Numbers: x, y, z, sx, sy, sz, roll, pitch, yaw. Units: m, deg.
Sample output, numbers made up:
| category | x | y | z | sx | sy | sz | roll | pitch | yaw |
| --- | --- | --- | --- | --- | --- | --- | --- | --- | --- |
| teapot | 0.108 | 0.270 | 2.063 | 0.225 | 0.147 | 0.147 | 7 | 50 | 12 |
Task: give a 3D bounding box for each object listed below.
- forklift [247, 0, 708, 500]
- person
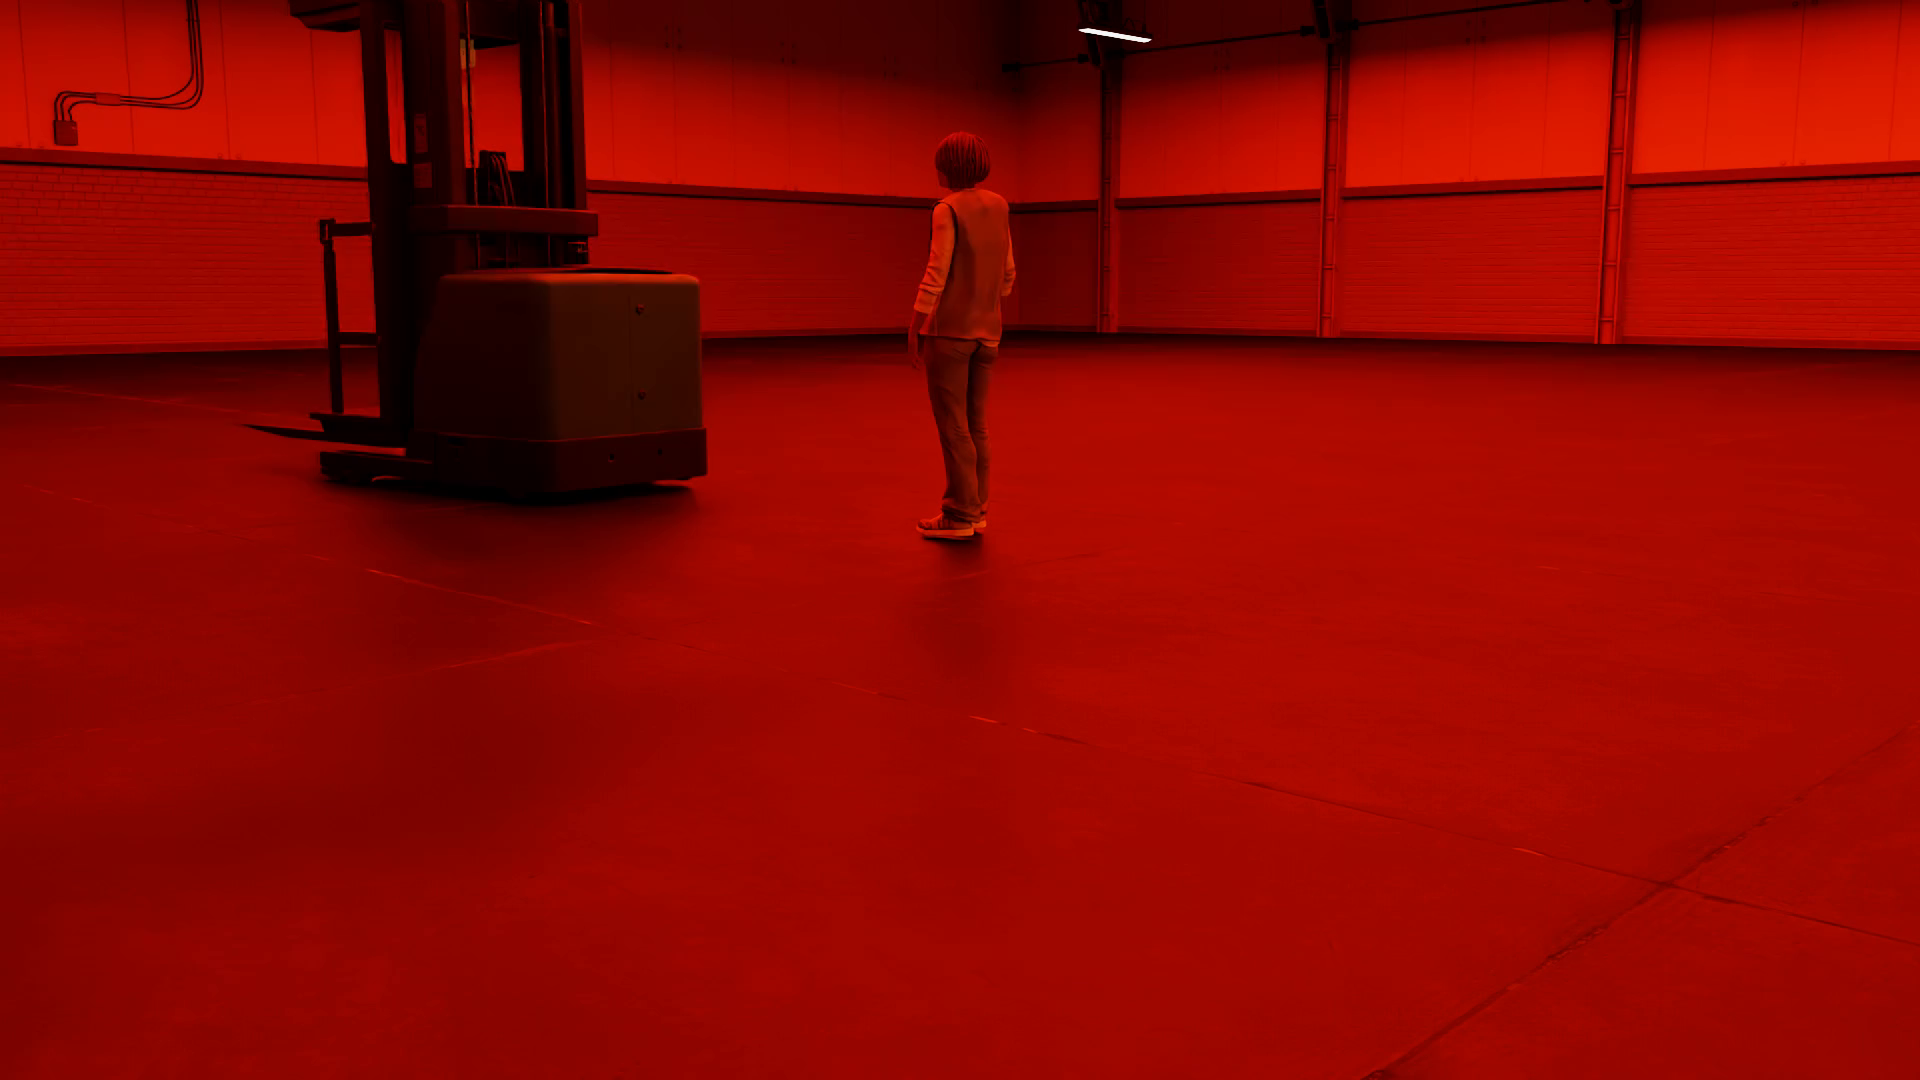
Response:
| category | x | y | z | sx | sy | sz | roll | pitch | yaw |
| --- | --- | --- | --- | --- | --- | --- | --- | --- | --- |
| forklift | -2.747 | -1.792 | 8.775 | 3.031 | 2.935 | 1.130 | 7 | 11 | 38 |
| person | -0.043 | -0.806 | 6.658 | 0.475 | 1.597 | 0.520 | 8 | 12 | 43 |
